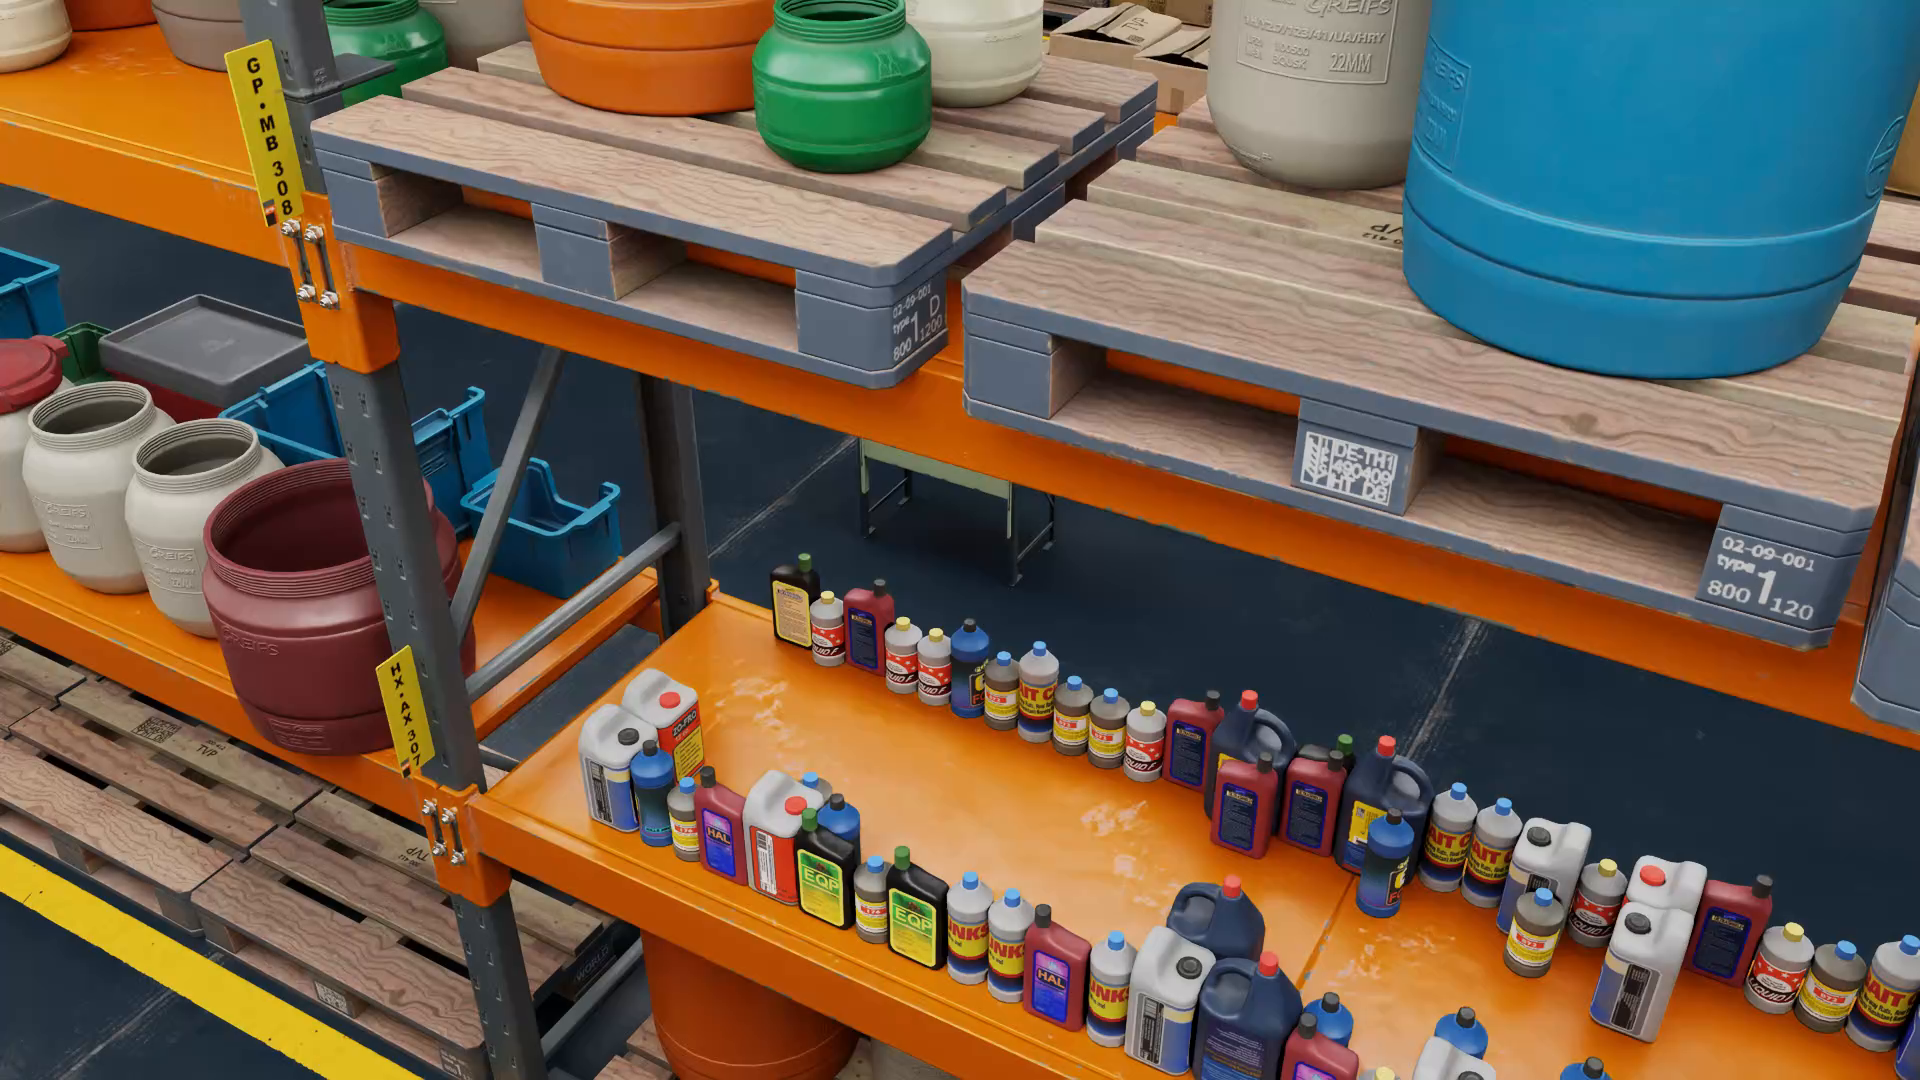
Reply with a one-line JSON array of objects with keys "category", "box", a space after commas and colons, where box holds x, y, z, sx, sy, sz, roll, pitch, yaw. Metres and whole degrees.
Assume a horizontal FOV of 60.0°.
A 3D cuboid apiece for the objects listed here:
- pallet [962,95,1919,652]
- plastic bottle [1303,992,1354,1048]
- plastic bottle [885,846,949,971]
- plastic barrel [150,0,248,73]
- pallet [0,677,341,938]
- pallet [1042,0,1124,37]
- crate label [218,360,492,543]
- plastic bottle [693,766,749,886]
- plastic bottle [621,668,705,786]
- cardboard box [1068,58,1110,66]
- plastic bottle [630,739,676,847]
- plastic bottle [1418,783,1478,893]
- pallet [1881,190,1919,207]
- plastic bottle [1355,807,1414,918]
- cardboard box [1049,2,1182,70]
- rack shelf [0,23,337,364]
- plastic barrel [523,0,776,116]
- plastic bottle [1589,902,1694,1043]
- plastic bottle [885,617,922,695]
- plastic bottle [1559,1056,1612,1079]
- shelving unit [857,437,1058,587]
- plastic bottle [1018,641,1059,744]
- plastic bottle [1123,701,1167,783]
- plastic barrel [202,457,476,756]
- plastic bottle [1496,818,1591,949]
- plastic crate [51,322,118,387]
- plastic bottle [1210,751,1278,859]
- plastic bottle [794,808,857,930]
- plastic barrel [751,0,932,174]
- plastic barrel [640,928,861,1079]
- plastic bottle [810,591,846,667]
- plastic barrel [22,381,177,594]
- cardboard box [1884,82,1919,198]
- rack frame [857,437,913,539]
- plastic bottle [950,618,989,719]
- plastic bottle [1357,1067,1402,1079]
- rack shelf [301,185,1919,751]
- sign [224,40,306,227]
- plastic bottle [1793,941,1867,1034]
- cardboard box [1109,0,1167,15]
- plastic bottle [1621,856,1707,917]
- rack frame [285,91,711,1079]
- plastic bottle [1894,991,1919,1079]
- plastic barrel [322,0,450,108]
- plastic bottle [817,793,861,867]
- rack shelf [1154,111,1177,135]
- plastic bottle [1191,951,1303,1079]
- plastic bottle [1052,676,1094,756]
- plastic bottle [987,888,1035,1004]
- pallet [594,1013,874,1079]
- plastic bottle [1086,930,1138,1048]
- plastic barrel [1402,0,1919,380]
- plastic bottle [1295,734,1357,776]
[{"category": "pallet", "box": [0.759, -0.352, 2.536, 1.213, 0.211, 1.003, 18, 37, 24]}, {"category": "plastic bottle", "box": [0.698, 0.973, 3.198, 0.097, 0.271, 0.097, 0, 34, 0]}, {"category": "plastic bottle", "box": [-0.088, 0.770, 3.493, 0.133, 0.283, 0.061, 18, 37, 24]}, {"category": "plastic barrel", "box": [-1.604, -1.590, 3.774, 0.600, 0.901, 0.600, 0, 34, 0]}, {"category": "pallet", "box": [-2.708, 0.790, 5.873, 1.213, 0.211, 1.003, 18, 37, 24]}, {"category": "pallet", "box": [1.120, -4.296, 13.512, 1.213, 0.211, 1.003, 18, 37, 24]}, {"category": "crate label", "box": [-1.728, -0.221, 4.844, 0.616, 0.435, 0.502, 18, 37, 24]}, {"category": "plastic bottle", "box": [-0.521, 0.632, 3.699, 0.133, 0.283, 0.061, 18, 37, 24]}, {"category": "plastic bottle", "box": [-0.708, 0.450, 3.980, 0.135, 0.276, 0.152, 18, 37, 24]}, {"category": "cardboard box", "box": [0.544, -2.195, 8.067, 0.250, 0.149, 0.380, 18, 37, 24]}, {"category": "plastic bottle", "box": [-0.697, 0.570, 3.804, 0.097, 0.271, 0.097, 0, 34, 0]}, {"category": "plastic bottle", "box": [1.084, 0.650, 3.684, 0.097, 0.271, 0.097, 0, 34, 0]}, {"category": "pallet", "box": [4.295, -1.278, 6.636, 1.213, 0.211, 1.003, 18, 37, 24]}, {"category": "plastic bottle", "box": [0.928, 0.692, 3.620, 0.097, 0.271, 0.097, 0, 34, 0]}, {"category": "cardboard box", "box": [0.781, -2.488, 8.360, 0.500, 0.311, 0.500, 17, 37, 24]}, {"category": "rack shelf", "box": [-2.736, -1.302, 4.442, 4.000, 0.370, 1.077, 18, 37, 24]}, {"category": "plastic barrel", "box": [-0.508, -1.247, 2.944, 0.708, 0.830, 0.600, 18, 37, 24]}, {"category": "plastic bottle", "box": [1.382, 0.857, 3.369, 0.135, 0.276, 0.152, 18, 37, 24]}, {"category": "plastic bottle", "box": [-0.145, 0.290, 4.288, 0.097, 0.201, 0.097, 0, 34, 0]}, {"category": "plastic bottle", "box": [1.145, 1.056, 3.073, 0.097, 0.271, 0.097, 0, 34, 0]}, {"category": "shelving unit", "box": [-0.006, -0.626, 6.837, 0.755, 1.500, 0.431, 18, 37, 24]}, {"category": "plastic bottle", "box": [0.193, 0.368, 4.108, 0.097, 0.271, 0.097, 0, 34, 0]}, {"category": "plastic bottle", "box": [0.447, 0.477, 4.007, 0.097, 0.201, 0.097, 0, 34, 0]}, {"category": "plastic barrel", "box": [-1.552, 0.159, 4.183, 0.708, 0.536, 0.600, 18, 37, 24]}, {"category": "plastic bottle", "box": [1.256, 0.720, 3.575, 0.135, 0.276, 0.152, 18, 37, 24]}, {"category": "plastic crate", "box": [-2.820, -0.472, 5.443, 0.662, 0.188, 0.450, 18, 37, 24]}, {"category": "plastic bottle", "box": [0.645, 0.586, 3.769, 0.133, 0.283, 0.061, 18, 37, 24]}, {"category": "plastic bottle", "box": [-0.288, 0.706, 3.588, 0.133, 0.283, 0.061, 18, 37, 24]}, {"category": "plastic barrel", "box": [-0.193, -0.760, 2.739, 0.294, 0.245, 0.294, 0, 34, 0]}, {"category": "plastic barrel", "box": [-0.566, 1.052, 4.543, 0.708, 0.830, 0.600, 18, 37, 24]}, {"category": "plastic bottle", "box": [-0.345, 0.226, 4.383, 0.097, 0.201, 0.097, 0, 34, 0]}, {"category": "plastic barrel", "box": [-2.364, -0.145, 4.661, 0.421, 0.512, 0.421, 0, 34, 0]}, {"category": "cardboard box", "box": [4.006, -1.698, 6.625, 0.500, 0.500, 0.700, 24, 41, 32]}, {"category": "rack frame", "box": [-0.324, -0.727, 6.988, 0.023, 1.500, 0.400, 18, 37, 24]}, {"category": "plastic bottle", "box": [0.024, 0.314, 4.188, 0.097, 0.271, 0.097, 0, 34, 0]}, {"category": "plastic bottle", "box": [0.784, 1.068, 3.119, 0.097, 0.201, 0.097, 0, 34, 0]}, {"category": "rack shelf", "box": [0.737, -0.202, 2.790, 4.000, 0.370, 1.077, 18, 37, 24]}, {"category": "sign", "box": [-1.266, -0.741, 3.045, 0.005, 0.325, 0.100, 18, 37, 24]}, {"category": "plastic bottle", "box": [1.772, 0.897, 3.376, 0.097, 0.201, 0.097, 0, 34, 0]}, {"category": "cardboard box", "box": [1.565, -4.501, 13.161, 0.500, 0.500, 0.700, 17, 37, 23]}, {"category": "plastic bottle", "box": [1.457, 0.783, 3.479, 0.135, 0.276, 0.152, 18, 37, 24]}, {"category": "rack frame", "box": [-0.999, 0.197, 4.248, 0.127, 3.000, 1.000, 18, 37, 24]}, {"category": "plastic bottle", "box": [1.943, 0.937, 3.248, 0.135, 0.276, 0.152, 18, 37, 24]}, {"category": "plastic barrel", "box": [-1.239, -1.030, 3.524, 0.294, 0.245, 0.294, 0, 34, 0]}, {"category": "plastic bottle", "box": [-0.265, 0.668, 3.656, 0.097, 0.271, 0.097, 0, 34, 0]}, {"category": "rack shelf", "box": [-0.275, -2.436, 8.851, 4.000, 0.370, 1.077, 18, 37, 24]}, {"category": "plastic bottle", "box": [0.557, 0.919, 3.208, 0.185, 0.351, 0.144, 18, 37, 24]}, {"category": "plastic bottle", "box": [0.278, 0.424, 4.087, 0.097, 0.201, 0.097, 0, 34, 0]}, {"category": "plastic bottle", "box": [0.106, 0.824, 3.422, 0.097, 0.271, 0.097, 0, 34, 0]}, {"category": "pallet", "box": [-0.294, 1.554, 4.725, 1.213, 0.211, 1.003, 18, 37, 24]}, {"category": "plastic bottle", "box": [0.306, 0.888, 3.327, 0.097, 0.271, 0.097, 0, 34, 0]}, {"category": "plastic barrel", "box": [0.916, -0.731, 2.103, 0.708, 0.901, 0.600, 18, 37, 24]}, {"category": "plastic bottle", "box": [0.832, 0.553, 3.818, 0.133, 0.283, 0.061, 18, 37, 24]}]
